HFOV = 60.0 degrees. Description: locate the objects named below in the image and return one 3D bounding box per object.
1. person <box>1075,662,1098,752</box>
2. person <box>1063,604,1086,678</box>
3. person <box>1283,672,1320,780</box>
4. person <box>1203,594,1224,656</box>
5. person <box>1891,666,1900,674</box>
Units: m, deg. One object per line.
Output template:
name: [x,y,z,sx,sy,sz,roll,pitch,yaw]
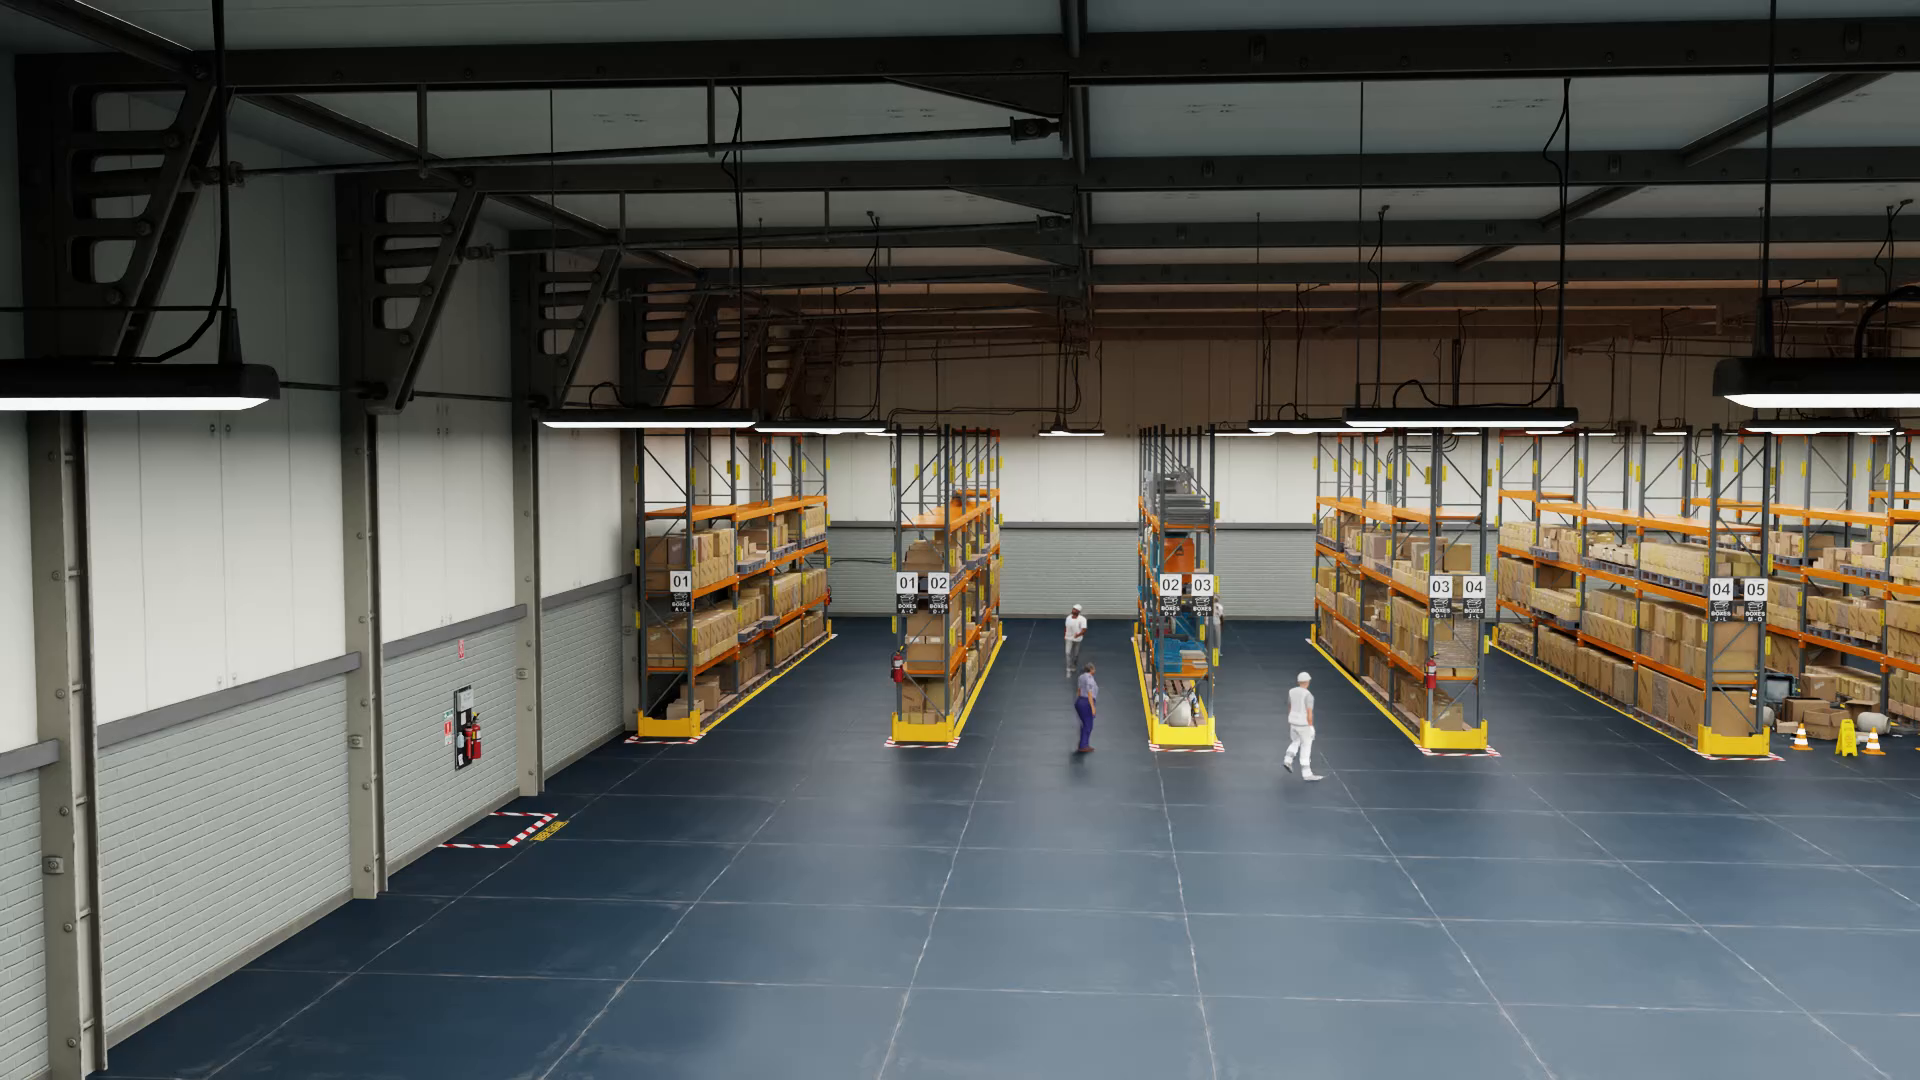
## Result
person: [2.338,3.070,30.501,0.424,1.672,0.556,-1,4,-17]
person: [2.779,2.425,40.245,0.557,1.736,1.001,0,3,4]
person: [5.721,3.113,27.942,0.436,1.791,0.632,-2,4,-31]
person: [6.671,2.225,43.882,0.553,1.647,0.939,-1,4,-11]
person: [21.150,2.543,37.695,0.643,1.778,0.533,-3,5,-43]
